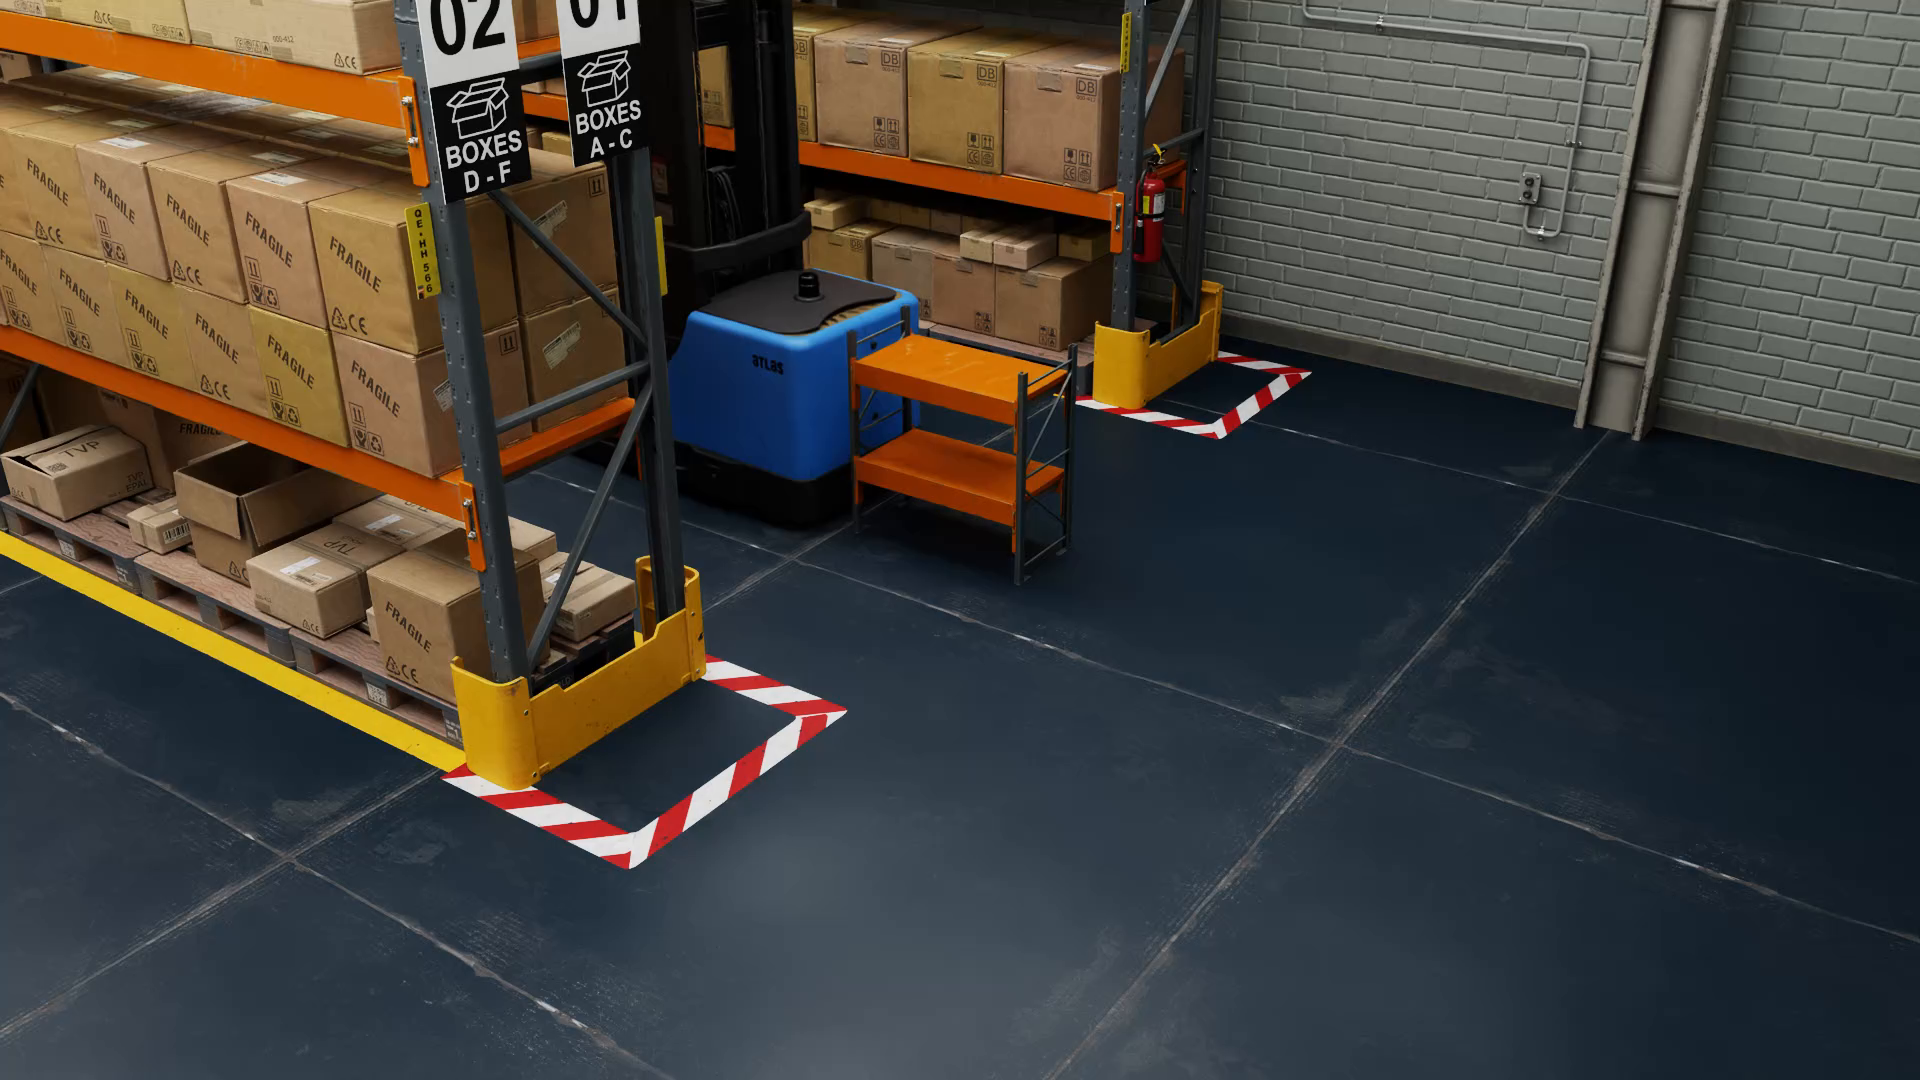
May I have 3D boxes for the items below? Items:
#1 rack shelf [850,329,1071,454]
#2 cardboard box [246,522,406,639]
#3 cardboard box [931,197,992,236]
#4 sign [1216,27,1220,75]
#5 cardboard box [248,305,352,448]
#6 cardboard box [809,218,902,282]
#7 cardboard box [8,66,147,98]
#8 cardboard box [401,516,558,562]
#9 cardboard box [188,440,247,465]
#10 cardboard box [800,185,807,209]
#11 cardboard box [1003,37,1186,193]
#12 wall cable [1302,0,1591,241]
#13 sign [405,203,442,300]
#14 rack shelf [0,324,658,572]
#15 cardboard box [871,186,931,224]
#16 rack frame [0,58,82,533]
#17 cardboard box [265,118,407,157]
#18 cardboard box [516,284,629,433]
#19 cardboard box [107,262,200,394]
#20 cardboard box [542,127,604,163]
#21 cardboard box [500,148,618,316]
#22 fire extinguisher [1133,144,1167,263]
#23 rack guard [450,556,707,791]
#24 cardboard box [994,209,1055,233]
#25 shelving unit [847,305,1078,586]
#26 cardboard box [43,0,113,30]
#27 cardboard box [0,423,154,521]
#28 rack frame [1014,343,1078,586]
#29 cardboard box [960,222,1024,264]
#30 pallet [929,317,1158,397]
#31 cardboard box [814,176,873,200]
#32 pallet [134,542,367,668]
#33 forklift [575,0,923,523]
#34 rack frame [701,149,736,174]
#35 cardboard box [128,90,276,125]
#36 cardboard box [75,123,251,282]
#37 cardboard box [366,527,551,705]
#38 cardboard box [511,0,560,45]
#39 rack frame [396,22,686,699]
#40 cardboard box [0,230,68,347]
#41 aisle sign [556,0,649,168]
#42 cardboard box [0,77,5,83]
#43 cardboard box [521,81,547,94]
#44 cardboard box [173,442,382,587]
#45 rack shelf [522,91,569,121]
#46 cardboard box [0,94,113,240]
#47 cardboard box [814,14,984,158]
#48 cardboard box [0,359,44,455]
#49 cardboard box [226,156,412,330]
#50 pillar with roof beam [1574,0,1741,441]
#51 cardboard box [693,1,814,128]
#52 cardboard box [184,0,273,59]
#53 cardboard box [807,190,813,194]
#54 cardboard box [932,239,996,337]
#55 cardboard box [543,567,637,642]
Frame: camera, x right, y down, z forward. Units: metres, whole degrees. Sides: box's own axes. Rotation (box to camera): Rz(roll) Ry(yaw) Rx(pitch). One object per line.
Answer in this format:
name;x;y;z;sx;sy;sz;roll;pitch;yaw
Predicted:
rack shelf;0.006;-0.760;8.359;1.000;0.278;0.538;17;32;30
cardboard box;-2.892;0.176;7.643;0.500;0.250;0.500;17;32;30
cardboard box;0.012;-2.210;11.363;0.250;0.149;0.380;18;32;31
sign;1.582;-3.030;10.355;0.005;0.325;0.100;17;32;30
cardboard box;-2.491;-0.740;6.787;0.500;0.500;0.500;18;32;31
cardboard box;-0.641;-2.010;11.686;0.500;0.500;0.700;18;32;31
cardboard box;-4.272;-2.035;8.228;0.500;0.500;0.500;17;32;31
cardboard box;-2.238;0.105;7.783;0.500;0.250;0.500;17;32;30
cardboard box;-3.862;-0.389;8.865;0.250;0.149;0.380;17;32;30
cardboard box;-1.296;-2.406;11.748;0.250;0.149;0.380;19;32;32
cardboard box;0.837;-2.664;10.347;0.700;0.700;0.980;19;33;33
wall cable;2.854;-2.881;9.983;1.851;1.984;0.084;17;32;30
sign;-1.869;-1.005;5.792;0.005;0.325;0.100;17;32;30
rack shelf;-3.187;-0.743;7.696;4.000;0.370;1.077;17;32;30
cardboard box;-0.408;-2.341;11.620;0.250;0.149;0.380;17;31;29
rack frame;-4.835;-1.577;8.542;0.127;3.000;1.000;17;32;30
cardboard box;-2.600;-1.515;7.207;0.500;0.500;0.500;18;32;31
cardboard box;-1.755;-0.807;6.919;0.500;0.500;0.500;18;32;31
cardboard box;-3.315;-1.000;7.297;0.500;0.500;0.500;17;31;30
cardboard box;-2.643;-2.778;12.808;0.750;0.750;0.750;18;32;31
cardboard box;-1.755;-1.253;6.692;0.500;0.500;0.500;18;32;32
fire extinguisher;1.126;-1.991;9.852;0.183;0.674;0.296;17;32;30
rack guard;-1.601;0.544;7.129;0.348;0.500;1.175;17;32;30
cardboard box;0.428;-2.080;11.108;0.250;0.149;0.380;17;32;30
shelving unit;0.006;-0.500;8.491;1.048;1.125;0.538;17;32;30
cardboard box;-3.339;-2.244;6.711;0.500;0.250;0.500;17;32;30
cardboard box;-4.612;-0.387;8.682;0.500;0.311;0.500;17;32;30
rack frame;0.425;-0.369;8.235;0.032;1.125;0.500;17;32;30
cardboard box;0.210;-1.938;10.829;0.250;0.149;0.380;18;32;32
pallet;0.560;-1.336;11.144;1.213;0.211;1.003;17;32;30
cardboard box;-0.830;-2.472;11.877;0.250;0.149;0.380;16;31;29
pallet;-3.260;0.155;8.213;1.213;0.211;1.003;17;32;30
forklift;-1.687;-1.921;9.292;3.031;2.935;1.130;19;33;33
rack frame;-2.034;-3.430;12.183;0.127;3.000;1.000;17;32;30
cardboard box;-3.433;-1.775;7.717;0.500;0.500;0.500;18;32;31
cardboard box;-3.331;-1.445;7.069;0.500;0.500;0.500;18;32;32
cardboard box;-2.126;0.320;7.085;0.500;0.500;0.500;17;32;30
cardboard box;-1.818;-2.047;6.324;0.500;0.250;0.500;17;32;30
rack frame;-1.538;-0.550;6.524;0.127;3.000;1.000;17;32;30
cardboard box;-4.146;-1.259;7.806;0.500;0.500;0.500;18;32;31
aisle sign;-1.316;-1.801;6.116;0.004;0.787;0.394;17;32;30
cardboard box;-9.935;-4.828;17.589;0.250;0.149;0.380;15;30;26
cardboard box;-3.133;-3.494;12.562;0.250;0.149;0.380;17;32;30
cardboard box;-3.284;-0.180;8.065;0.637;0.503;0.797;17;32;30
rack shelf;-3.682;-3.623;13.356;4.000;0.370;1.077;17;32;30
cardboard box;-4.181;-1.709;7.589;0.500;0.500;0.500;16;31;29
cardboard box;-0.392;-3.046;11.097;0.700;0.700;0.980;16;31;28
cardboard box;-5.404;-0.679;9.048;0.500;0.500;0.500;17;32;30
cardboard box;-2.478;-1.181;6.552;0.500;0.500;0.500;18;32;32
pillar with roof beam;1.541;-3.097;4.915;0.400;9.000;9.100;17;32;30
cardboard box;-1.596;-3.419;11.830;0.700;0.700;0.980;18;32;31
cardboard box;-2.517;-1.986;6.204;0.500;0.250;0.500;17;32;30
cardboard box;-1.475;-2.273;12.202;0.500;0.500;0.700;18;32;31
cardboard box;0.217;-1.747;11.169;0.500;0.500;0.700;17;32;30
cardboard box;-1.689;0.288;7.535;0.250;0.149;0.380;17;32;30
